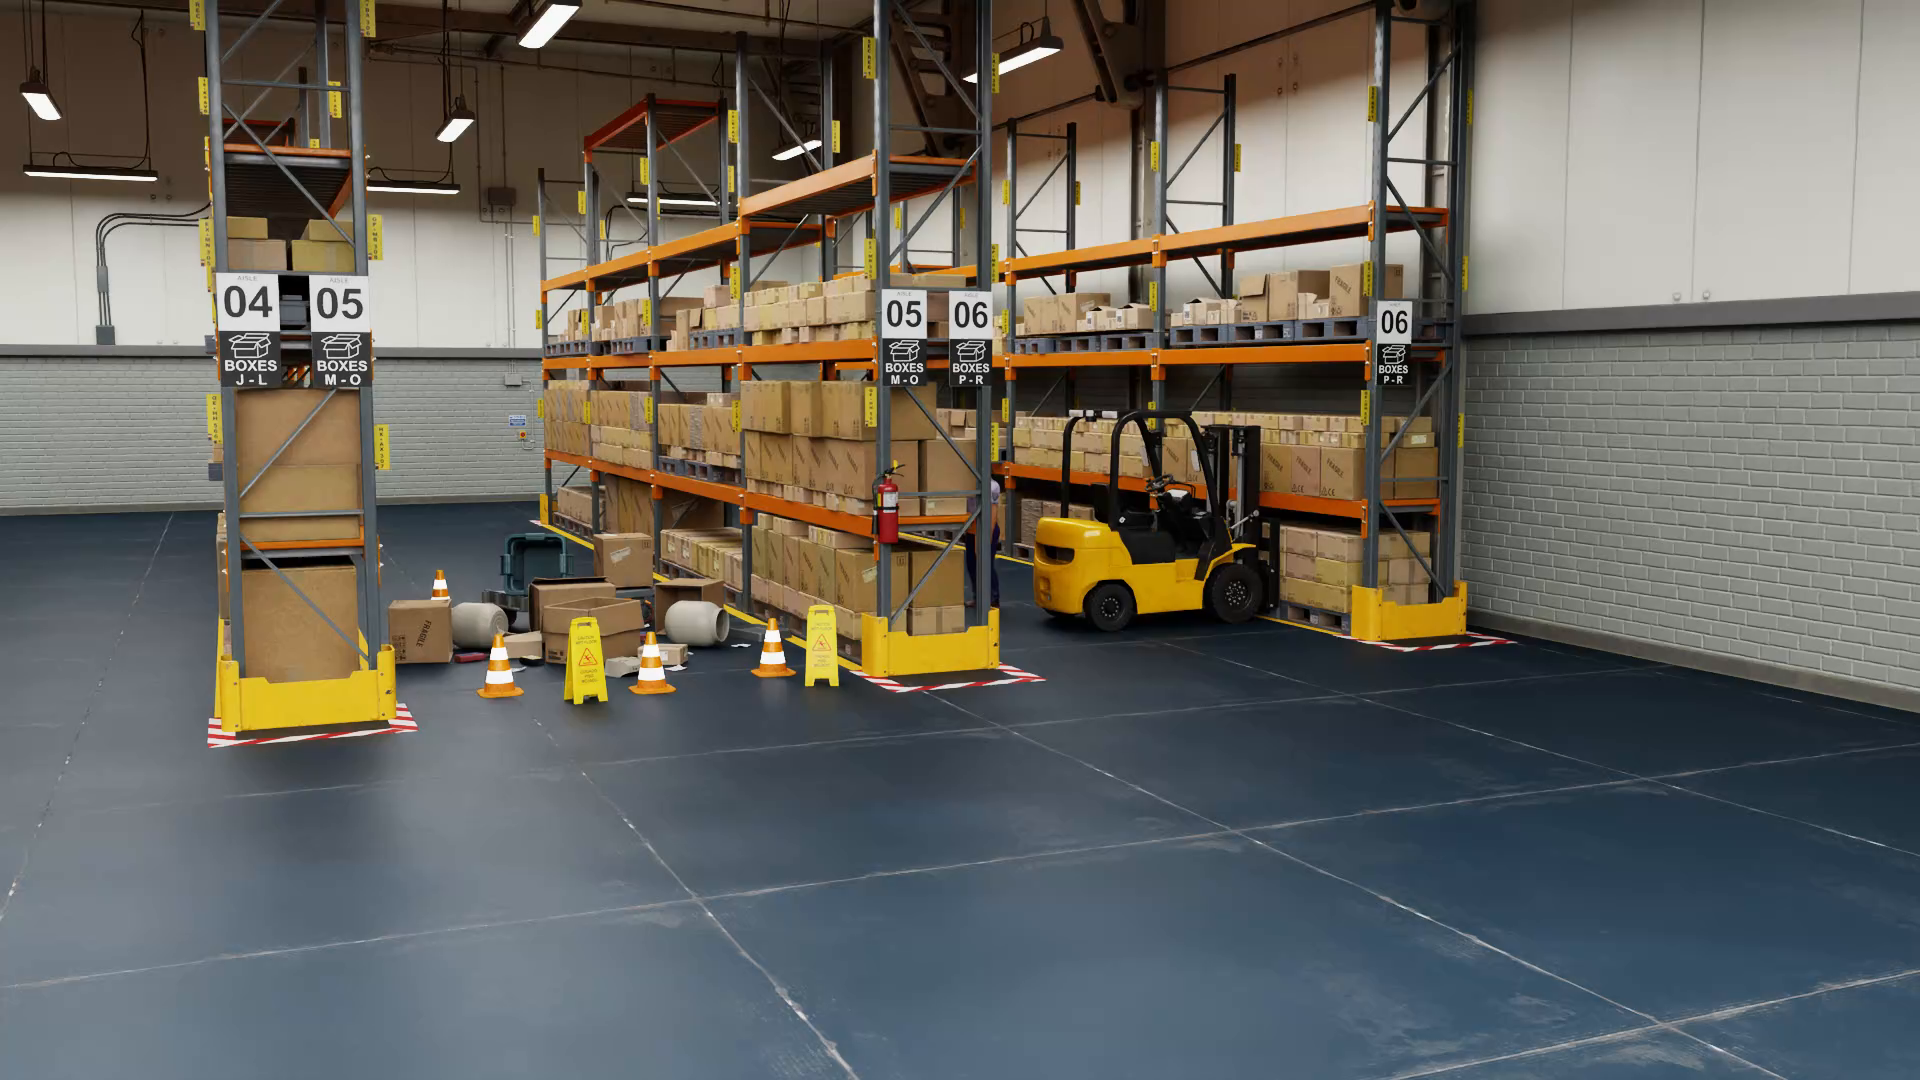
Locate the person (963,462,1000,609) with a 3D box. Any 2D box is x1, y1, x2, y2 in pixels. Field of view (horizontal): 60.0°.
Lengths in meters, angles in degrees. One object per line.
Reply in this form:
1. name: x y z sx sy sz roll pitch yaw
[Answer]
1. person: 0.233 -0.079 17.940 0.343 1.645 0.467 -3 6 -30
